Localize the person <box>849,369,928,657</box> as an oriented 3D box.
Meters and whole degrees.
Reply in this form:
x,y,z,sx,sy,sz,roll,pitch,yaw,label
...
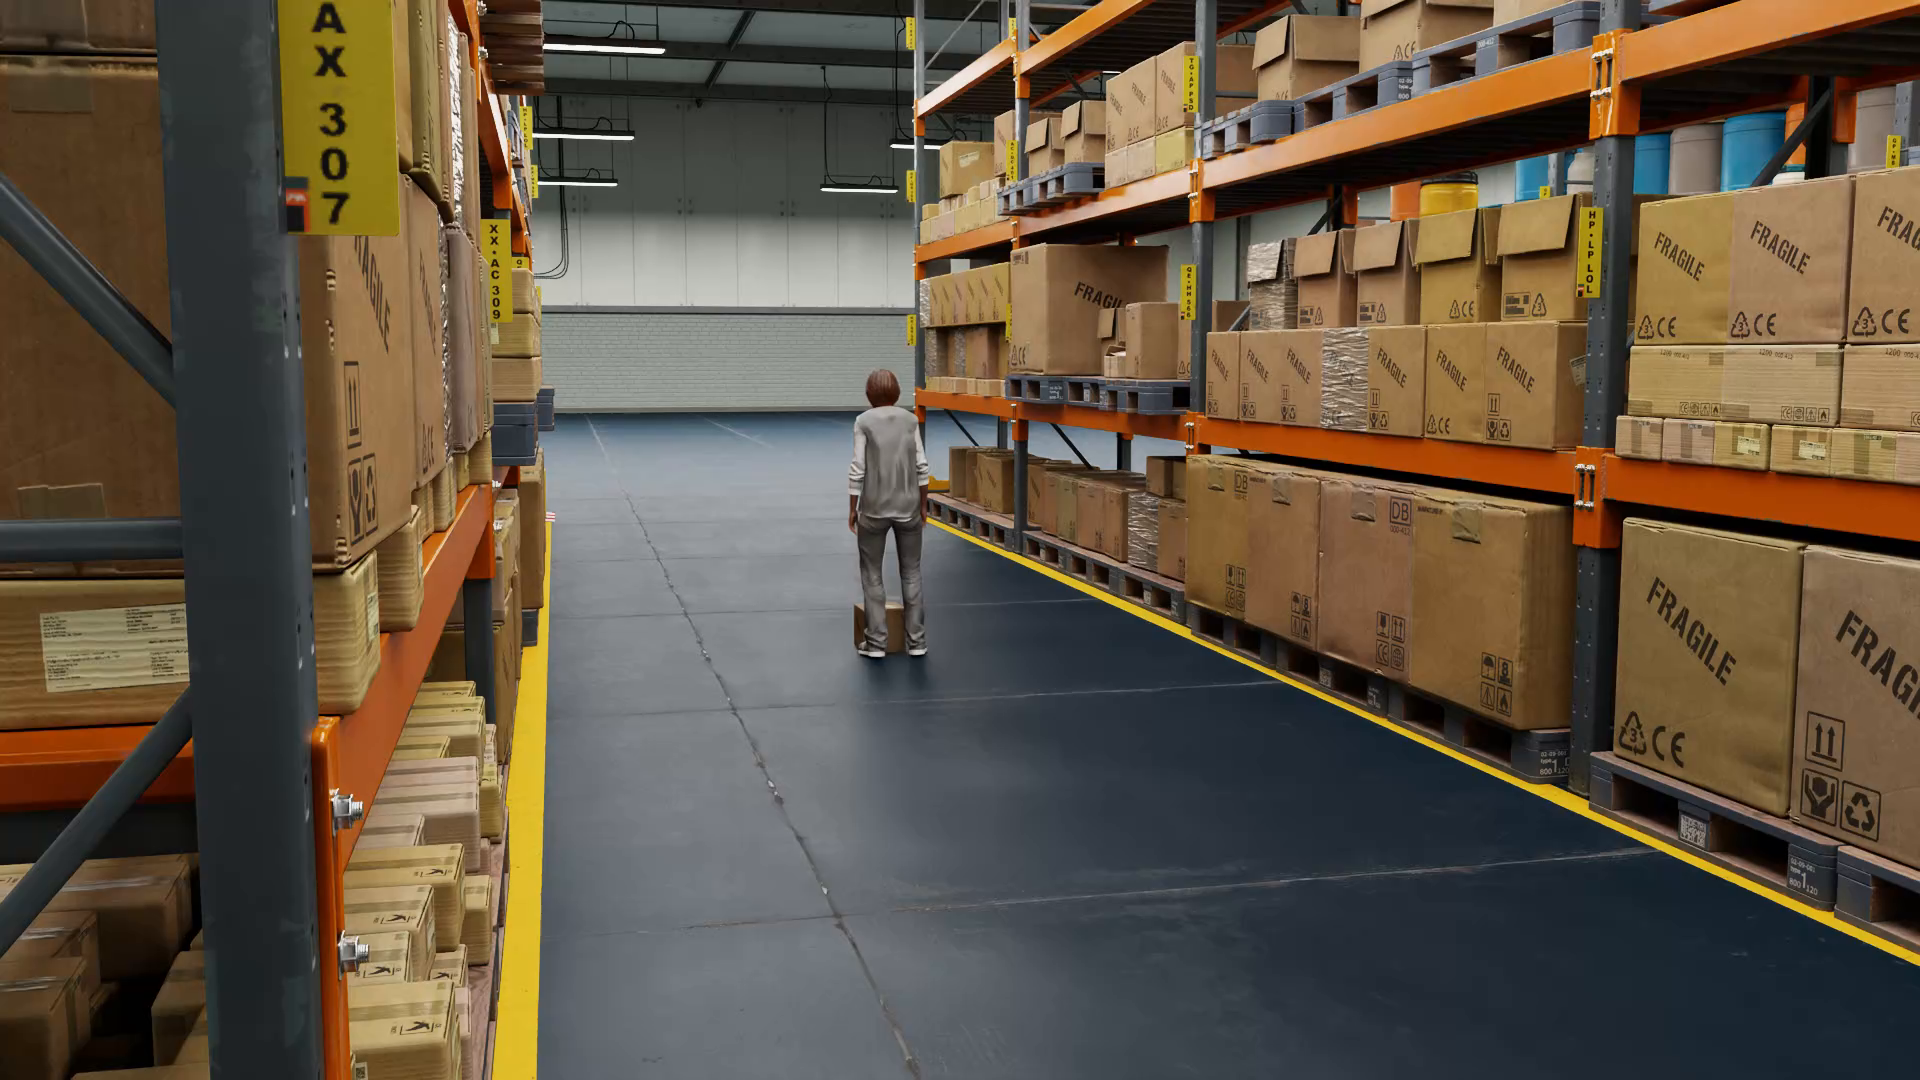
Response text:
x,y,z,sx,sy,sz,roll,pitch,yaw,label
-0.386,-0.144,9.178,0.465,1.592,0.346,-2,7,-17,person
